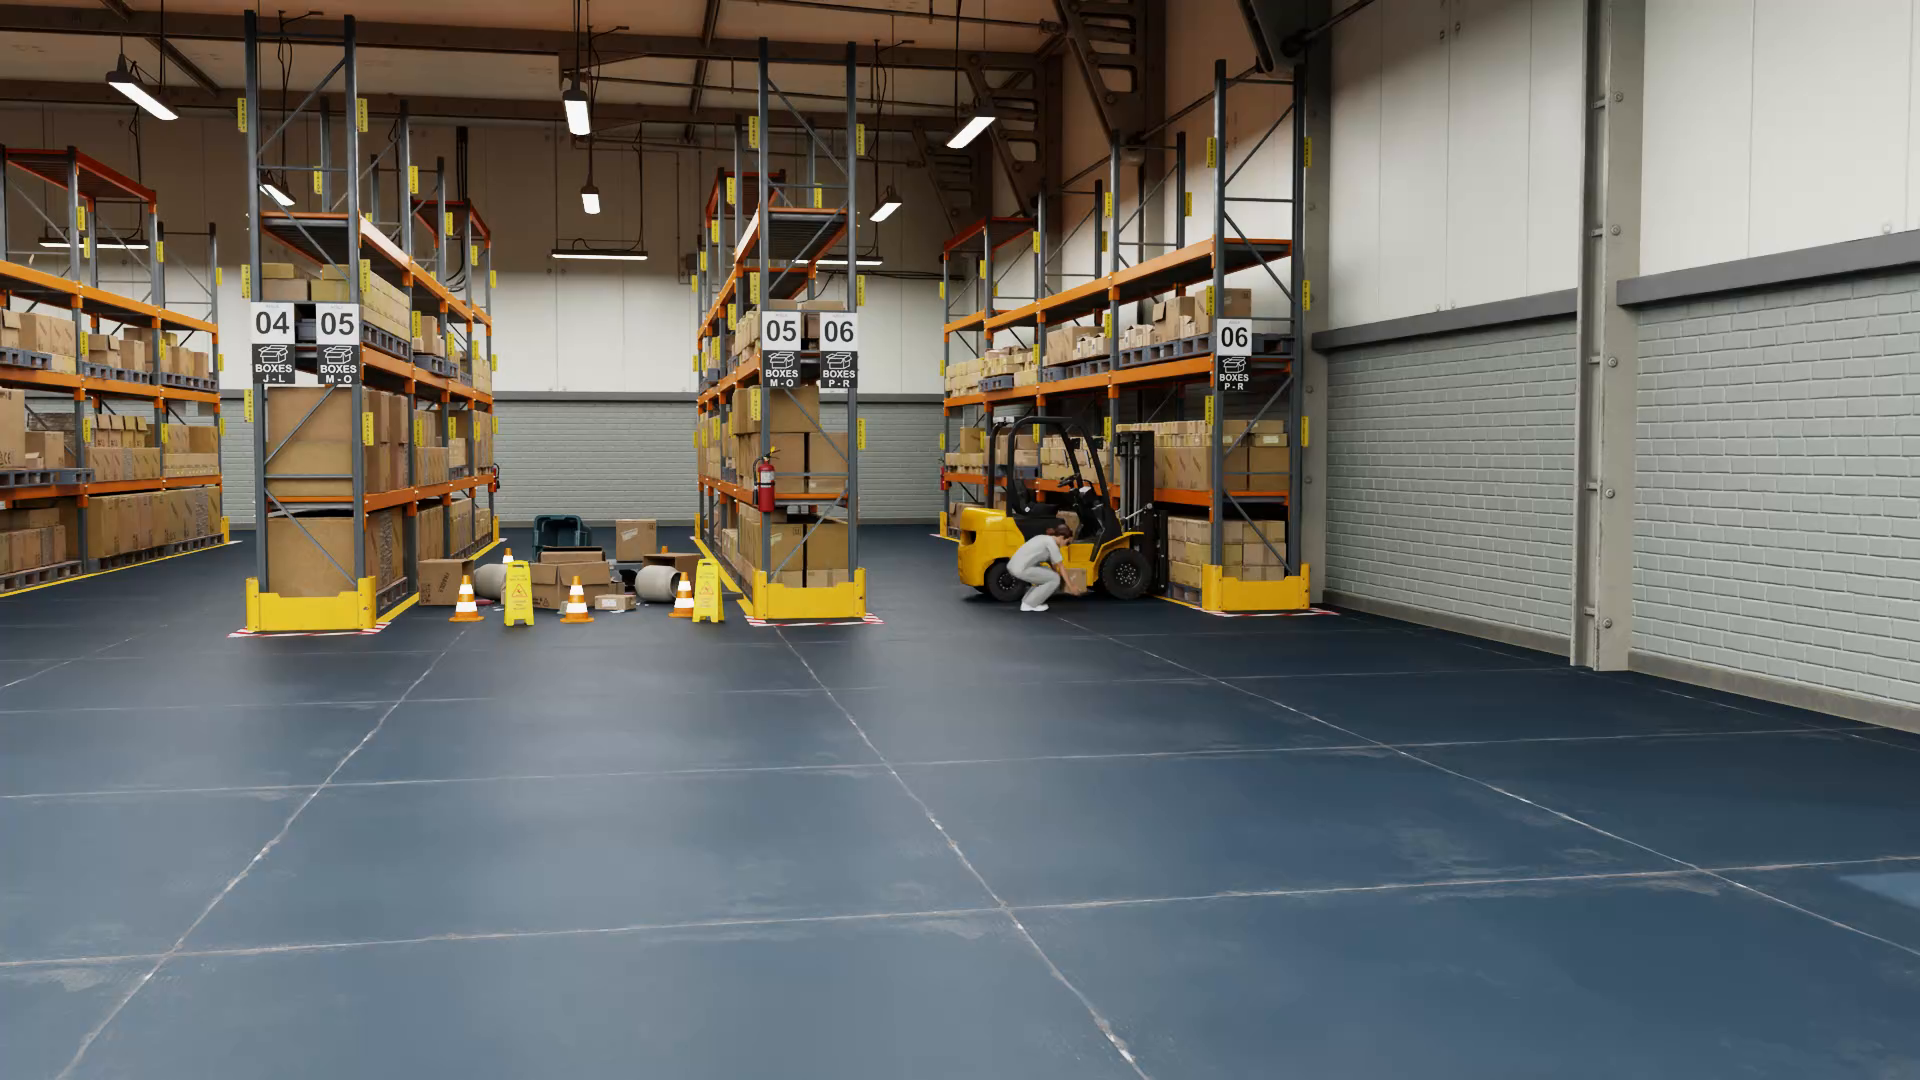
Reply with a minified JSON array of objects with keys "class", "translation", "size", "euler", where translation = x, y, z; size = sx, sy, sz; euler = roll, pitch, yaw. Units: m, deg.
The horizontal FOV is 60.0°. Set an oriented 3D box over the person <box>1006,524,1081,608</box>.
[{"class":"person","translation":[0.910,0.286,18.365],"size":[0.803,0.915,0.485],"euler":[-1,3,-12]}]
